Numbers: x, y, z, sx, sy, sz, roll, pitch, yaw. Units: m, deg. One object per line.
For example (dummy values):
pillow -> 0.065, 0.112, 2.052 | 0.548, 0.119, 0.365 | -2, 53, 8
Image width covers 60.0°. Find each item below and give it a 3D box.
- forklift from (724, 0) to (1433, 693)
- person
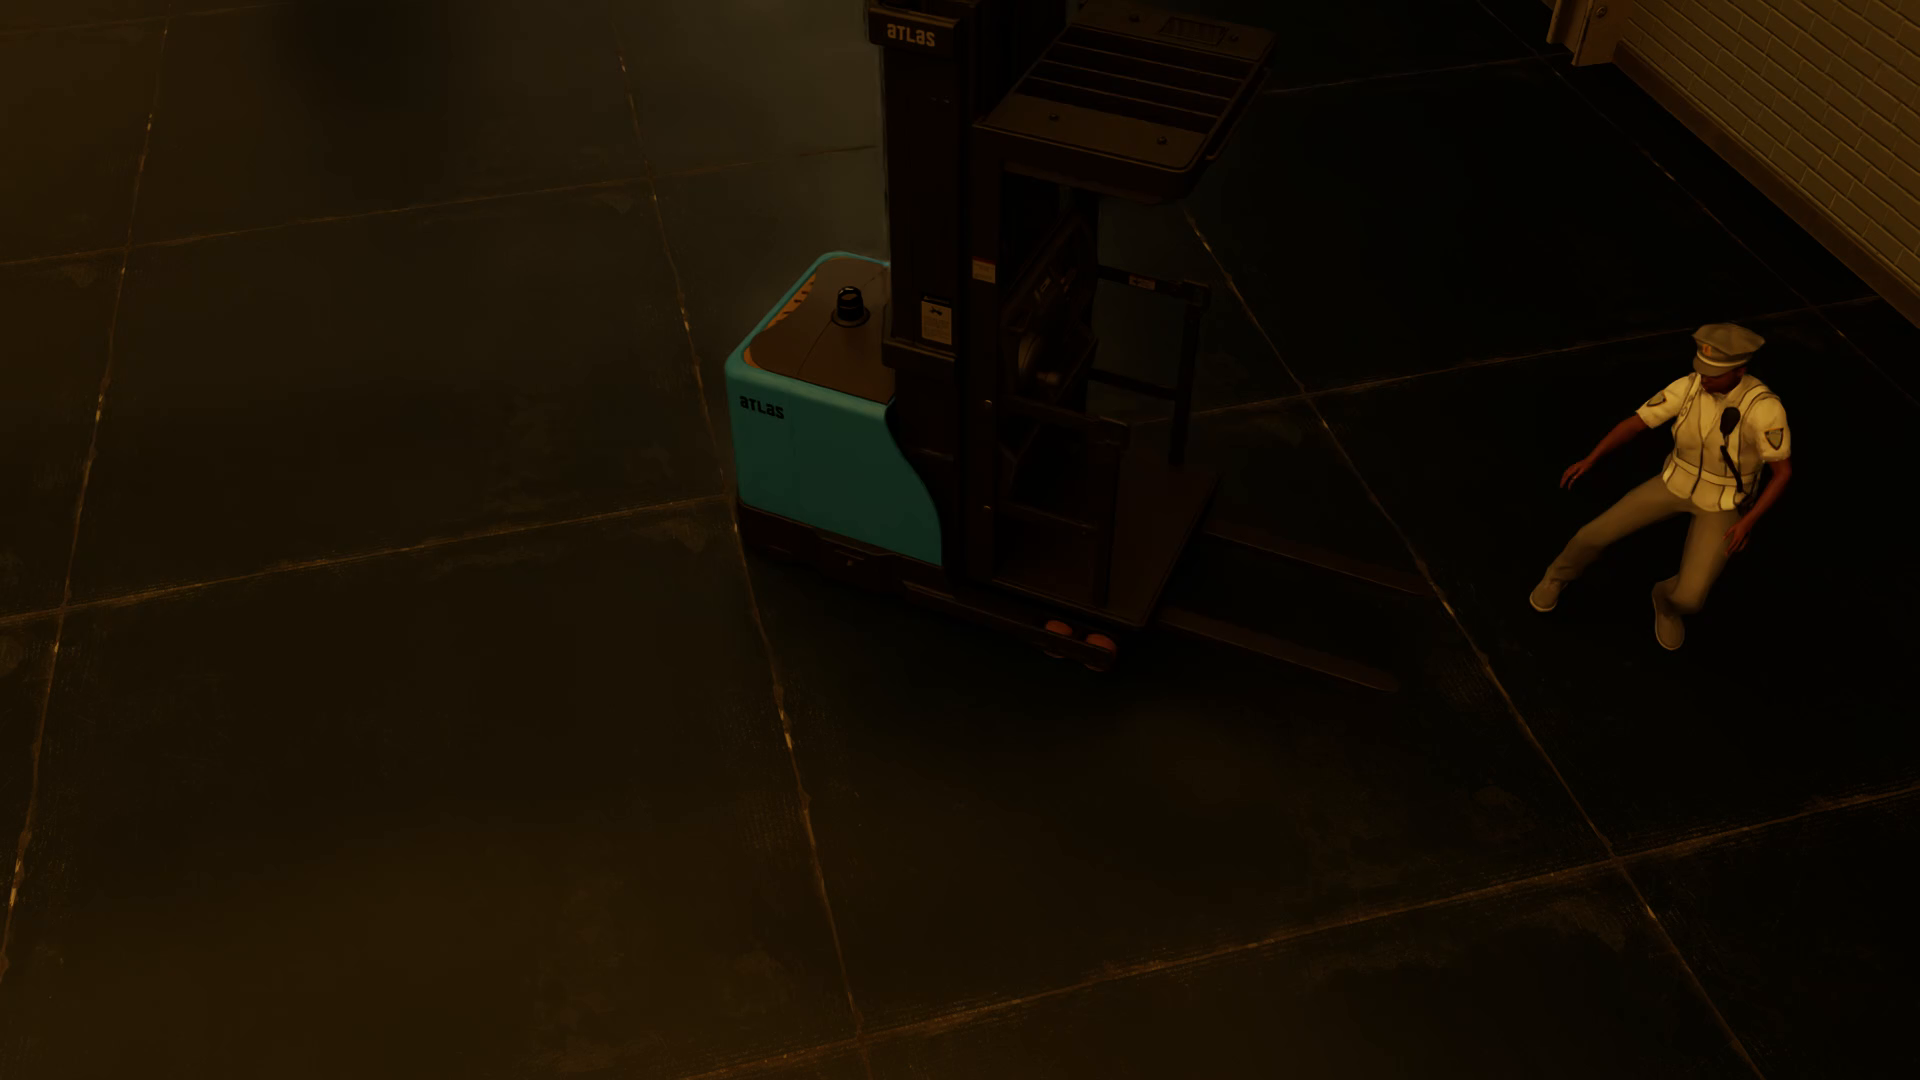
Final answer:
forklift -> 0.543, -0.917, 6.615 | 3.031, 2.935, 1.130 | 17, 46, 17
person -> 2.924, -0.169, 6.858 | 0.678, 1.505, 0.771 | -29, 51, -27
